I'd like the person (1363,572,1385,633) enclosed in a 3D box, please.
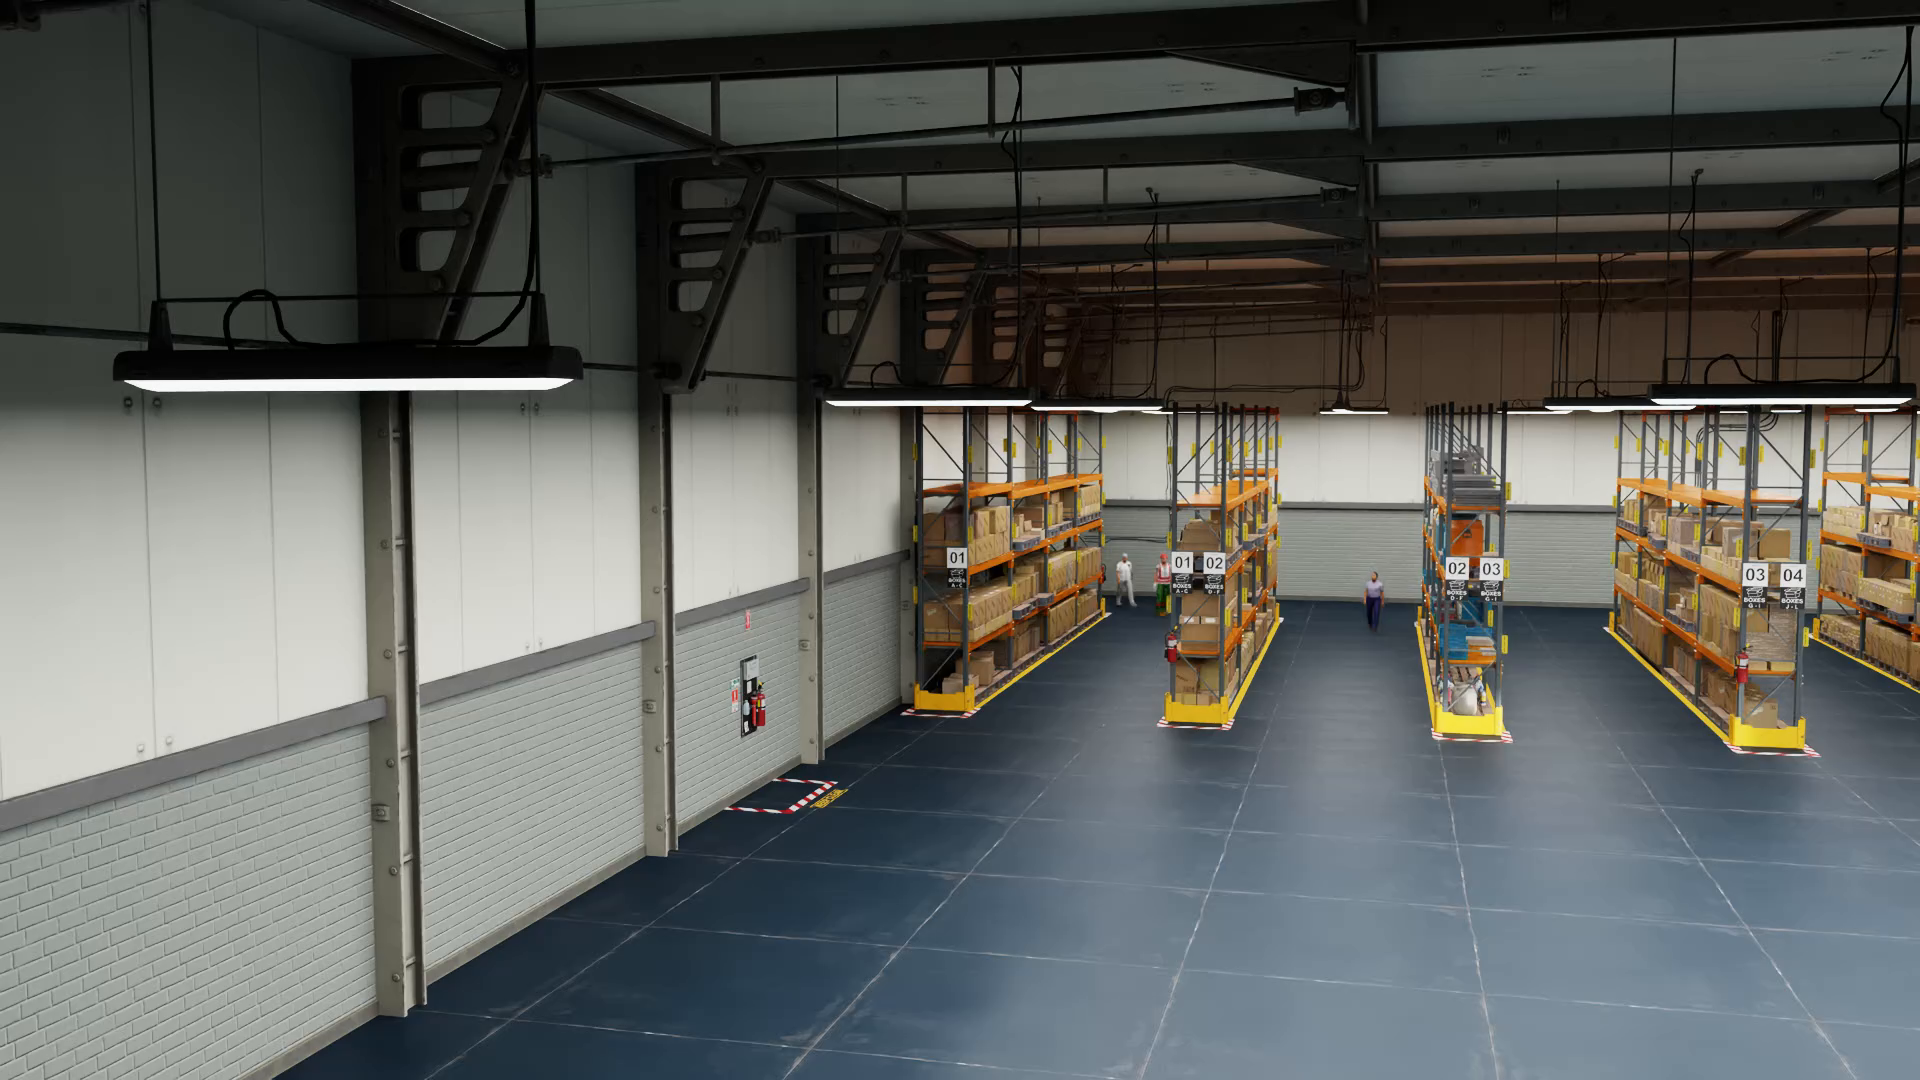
[{"bbox_3d":[11.064,1.640,44.396,0.537,1.598,0.928,2,5,21],"label":"person"}]

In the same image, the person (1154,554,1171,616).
[{"bbox_3d":[5.897,1.297,47.948,0.578,1.802,0.570,-1,4,-16],"label":"person"}]

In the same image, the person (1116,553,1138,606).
[{"bbox_3d":[4.989,1.199,50.068,0.550,1.586,1.080,-1,4,-13],"label":"person"}]
